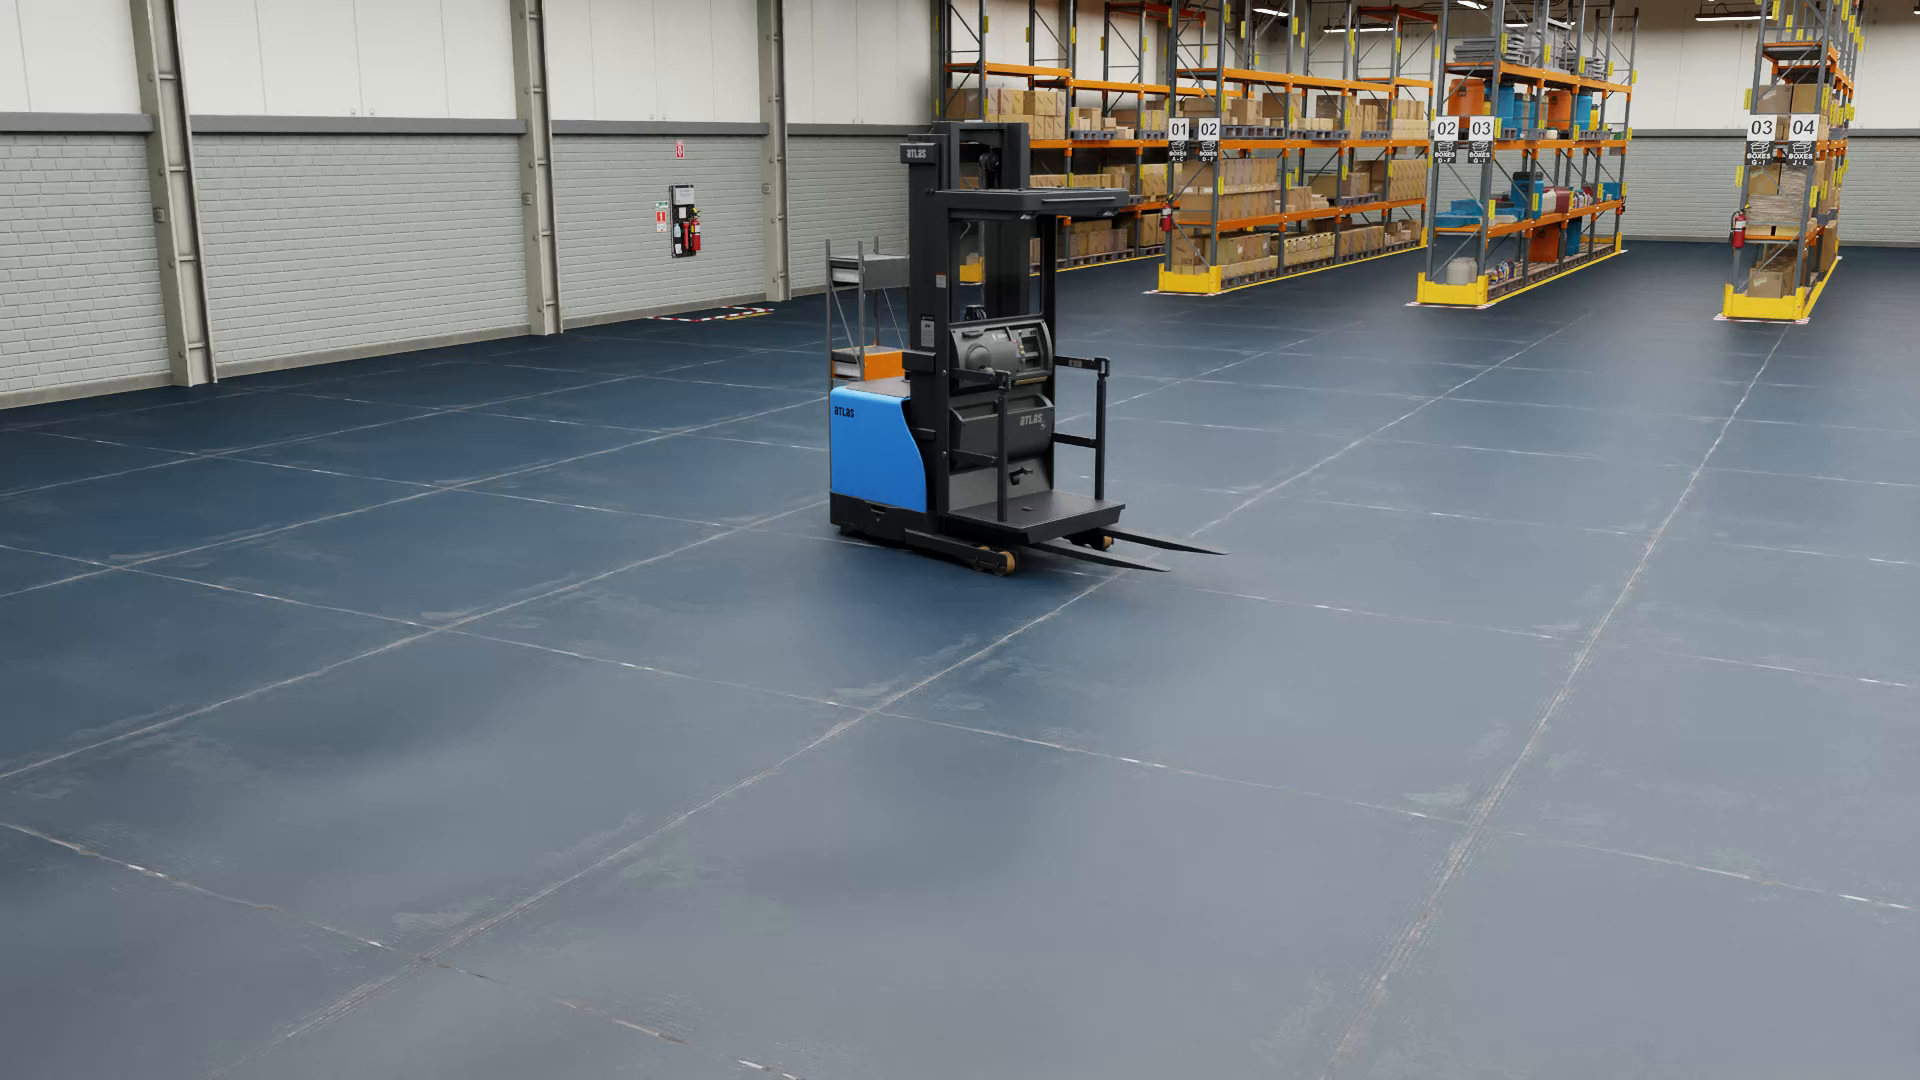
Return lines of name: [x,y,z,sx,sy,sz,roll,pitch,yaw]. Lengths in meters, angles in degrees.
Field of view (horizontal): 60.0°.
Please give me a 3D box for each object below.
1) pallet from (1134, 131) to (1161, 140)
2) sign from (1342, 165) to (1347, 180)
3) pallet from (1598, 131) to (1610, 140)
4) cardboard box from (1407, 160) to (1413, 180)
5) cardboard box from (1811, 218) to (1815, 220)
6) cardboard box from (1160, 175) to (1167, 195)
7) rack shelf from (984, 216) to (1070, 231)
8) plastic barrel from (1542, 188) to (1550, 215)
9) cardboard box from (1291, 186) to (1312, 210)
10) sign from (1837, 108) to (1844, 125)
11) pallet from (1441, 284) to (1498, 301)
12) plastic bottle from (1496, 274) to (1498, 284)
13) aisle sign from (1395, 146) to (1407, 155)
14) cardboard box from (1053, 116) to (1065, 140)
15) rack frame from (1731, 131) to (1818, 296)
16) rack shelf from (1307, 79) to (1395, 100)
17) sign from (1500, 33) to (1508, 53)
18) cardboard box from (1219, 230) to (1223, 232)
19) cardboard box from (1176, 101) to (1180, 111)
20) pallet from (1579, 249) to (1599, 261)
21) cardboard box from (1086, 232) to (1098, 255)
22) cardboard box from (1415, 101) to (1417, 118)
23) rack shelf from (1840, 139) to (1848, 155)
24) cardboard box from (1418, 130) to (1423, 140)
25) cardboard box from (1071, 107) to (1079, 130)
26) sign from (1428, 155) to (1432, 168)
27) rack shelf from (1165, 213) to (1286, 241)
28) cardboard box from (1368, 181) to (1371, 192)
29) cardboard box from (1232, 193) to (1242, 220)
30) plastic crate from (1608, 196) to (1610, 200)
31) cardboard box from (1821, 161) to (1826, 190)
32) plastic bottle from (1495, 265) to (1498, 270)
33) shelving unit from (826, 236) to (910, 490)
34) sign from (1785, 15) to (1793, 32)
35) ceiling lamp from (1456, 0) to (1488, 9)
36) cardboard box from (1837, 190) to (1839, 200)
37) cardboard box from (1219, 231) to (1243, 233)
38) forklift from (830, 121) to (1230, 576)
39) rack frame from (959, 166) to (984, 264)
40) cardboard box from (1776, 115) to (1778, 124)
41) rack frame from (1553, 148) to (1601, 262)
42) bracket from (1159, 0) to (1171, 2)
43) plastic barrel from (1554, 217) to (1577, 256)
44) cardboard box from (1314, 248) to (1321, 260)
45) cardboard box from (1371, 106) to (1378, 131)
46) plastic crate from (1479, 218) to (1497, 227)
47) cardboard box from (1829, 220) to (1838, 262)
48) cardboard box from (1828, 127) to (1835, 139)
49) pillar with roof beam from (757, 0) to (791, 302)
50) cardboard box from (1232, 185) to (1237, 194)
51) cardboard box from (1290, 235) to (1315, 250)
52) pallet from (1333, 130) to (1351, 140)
pallet: [4.174,-9.912,40.750,1.213,0.211,1.003,8,16,31]
sign: [8.735,-8.347,37.788,0.100,0.325,0.005,7,15,28]
pallet: [14.222,-9.300,38.212,1.213,0.211,1.003,7,15,28]
cardboard box: [11.402,-9.584,43.042,0.500,0.500,0.500,8,16,30]
cardboard box: [15.008,-5.653,29.619,0.380,0.149,0.250,7,15,28]
cardboard box: [4.870,-8.889,41.613,0.500,0.500,0.500,7,15,28]
rack shelf: [1.009,-6.827,35.484,1.077,0.370,4.000,7,15,28]
plastic barrel: [11.866,-6.941,34.134,0.433,0.535,0.433,0,14,0]
cardboard box: [7.450,-7.549,36.734,0.500,0.500,0.500,6,15,25]
sign: [17.391,-8.371,32.854,0.100,0.325,0.005,7,15,28]
pallet: [9.107,-4.475,30.145,1.003,0.211,1.213,7,15,28]
plastic bottle: [9.914,-4.855,30.803,0.097,0.201,0.097,0,14,0]
aisle sign: [11.891,-10.799,44.881,0.394,0.787,0.004,7,15,28]
cardboard box: [1.947,-8.971,36.188,0.500,0.500,0.500,8,16,30]
rack frame: [13.050,-5.082,26.715,1.000,3.000,0.127,7,15,28]
rack shelf: [9.214,-10.629,39.311,1.077,0.370,4.000,7,15,28]
sign: [9.194,-8.395,28.101,0.100,0.325,0.005,7,15,28]
cardboard box: [6.790,-8.566,45.604,0.700,0.500,0.500,8,16,29]
cardboard box: [5.303,-11.147,42.720,0.500,0.250,0.500,9,16,32]
pallet: [14.837,-6.905,40.225,1.003,0.211,1.213,7,15,28]
cardboard box: [2.805,-6.950,38.856,0.700,0.500,0.500,8,15,29]
cardboard box: [11.565,-11.281,43.678,0.700,0.500,0.500,7,15,28]
rack shelf: [19.818,-9.063,38.361,1.077,0.370,4.000,7,15,28]
cardboard box: [11.846,-10.637,43.674,0.500,0.250,0.500,7,15,28]
cardboard box: [2.310,-9.401,37.117,0.500,0.500,0.500,10,17,36]
sign: [12.591,-10.138,44.539,0.100,0.325,0.005,7,15,28]
rack shelf: [5.347,-6.266,33.160,1.077,0.370,4.000,7,15,28]
cardboard box: [10.198,-8.848,42.120,0.500,0.500,0.500,8,16,29]
cardboard box: [5.112,-6.558,32.622,0.700,0.500,0.500,7,15,28]
plastic crate: [16.061,-8.581,41.663,0.396,0.136,0.243,7,15,28]
cardboard box: [15.007,-6.459,29.443,0.500,0.500,0.500,7,15,28]
plastic bottle: [10.165,-5.066,31.504,0.061,0.283,0.133,7,15,28]
shelving unit: [-0.685,-1.238,12.690,0.503,2.100,0.431,-13,19,-43]
sign: [16.430,-10.233,32.949,0.100,0.325,0.005,7,15,28]
ceiling lamp: [12.141,-13.943,38.215,0.800,3.185,2.000,7,15,28]
cardboard box: [19.798,-7.891,38.050,0.500,0.250,0.500,8,16,29]
cardboard box: [5.581,-6.095,34.286,0.500,0.500,0.500,7,15,28]
forklift: [0.440,-1.322,11.262,1.130,2.935,3.031,-13,19,-43]
rack frame: [0.042,-6.766,33.698,1.000,3.000,0.127,7,15,28]
cardboard box: [12.911,-6.754,26.717,0.380,0.149,0.250,7,15,28]
rack frame: [14.515,-8.105,39.254,1.000,3.000,0.127,7,15,28]
bracket: [4.280,-13.478,41.060,0.076,0.066,4.783,7,15,28]
plastic barrel: [13.895,-7.035,38.393,0.600,0.901,0.708,7,15,28]
cardboard box: [7.715,-6.370,37.025,0.500,0.250,0.500,8,16,29]
cardboard box: [9.873,-10.332,40.767,0.600,0.600,0.600,6,15,23]
plastic crate: [9.429,-5.662,29.683,0.298,0.136,0.250,7,15,28]
cardboard box: [18.559,-6.582,36.572,1.225,0.875,0.875,7,15,28]
cardboard box: [16.429,-7.778,31.814,0.500,0.250,0.500,8,16,30]
pillar with roof beam: [0.491,-8.205,26.868,9.100,9.000,0.400,7,15,28]
cardboard box: [5.129,-6.783,32.170,0.380,0.149,0.250,7,15,27]
cardboard box: [7.474,-6.538,36.528,0.500,0.311,0.500,8,16,30]
pallet: [7.998,-9.064,37.232,1.213,0.211,1.003,8,16,31]
